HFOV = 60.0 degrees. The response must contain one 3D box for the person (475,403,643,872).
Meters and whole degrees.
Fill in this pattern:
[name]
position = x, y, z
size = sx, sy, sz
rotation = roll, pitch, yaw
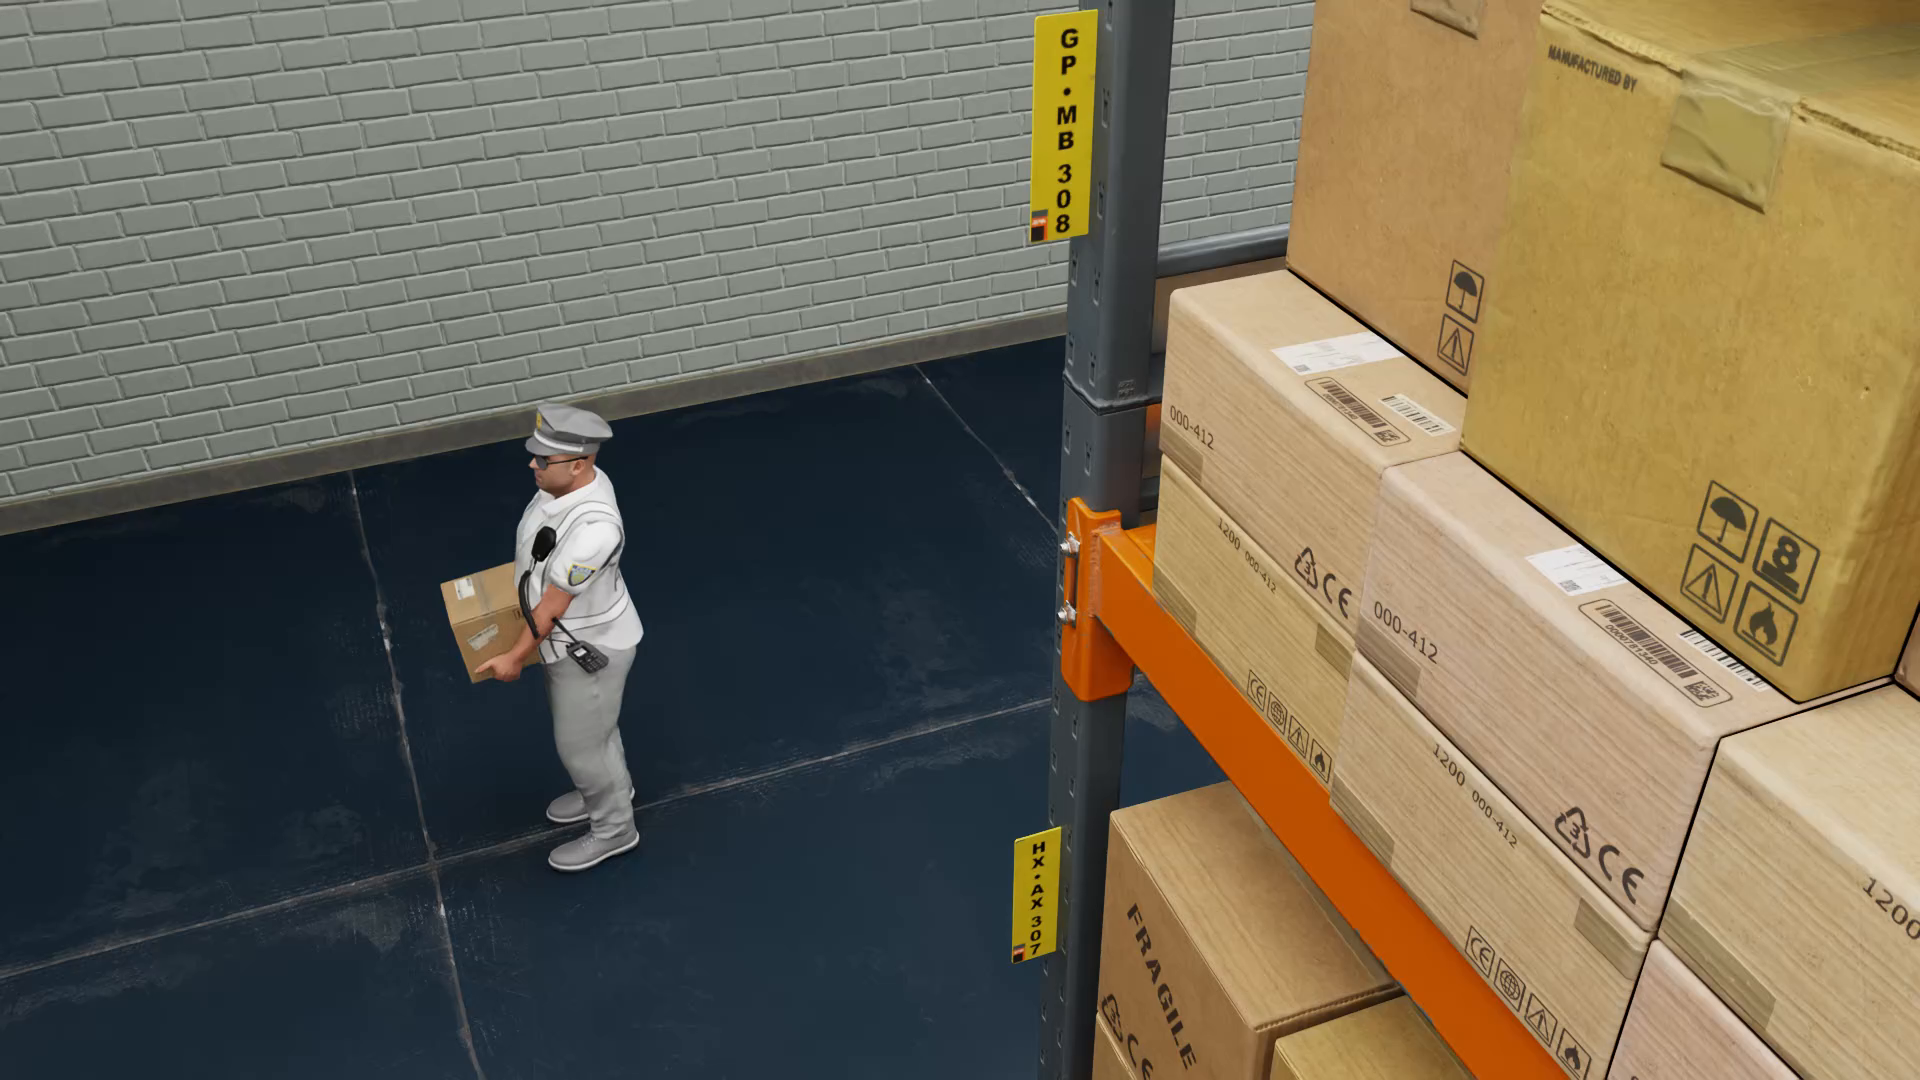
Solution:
[person]
position = -1.357, 0.350, 5.597
size = 0.564, 1.758, 0.493
rotation = -12, 35, -18
